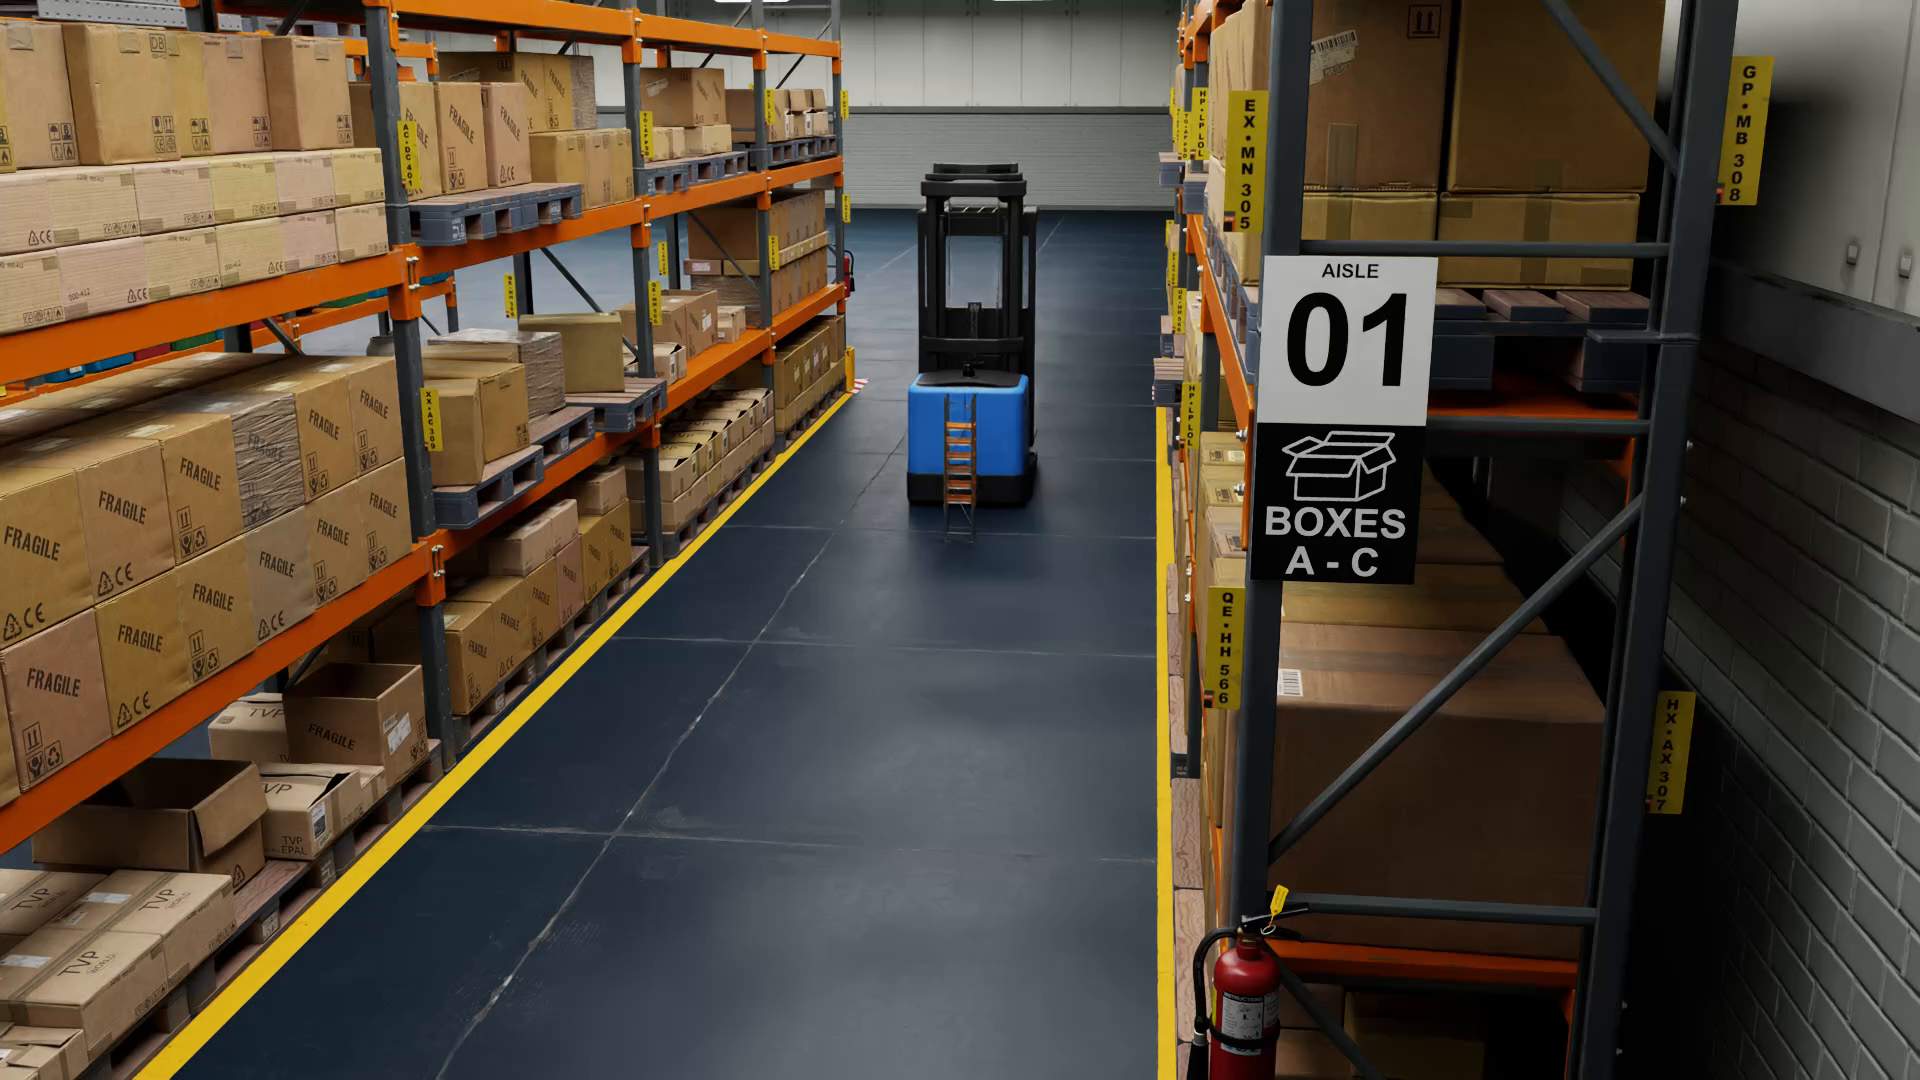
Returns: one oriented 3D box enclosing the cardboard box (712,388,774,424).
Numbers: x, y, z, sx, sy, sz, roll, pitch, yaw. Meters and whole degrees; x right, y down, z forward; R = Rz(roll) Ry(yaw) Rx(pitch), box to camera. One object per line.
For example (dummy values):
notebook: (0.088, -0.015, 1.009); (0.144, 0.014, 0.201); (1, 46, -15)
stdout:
cardboard box: (-2.117, -1.321, 16.191); (0.500, 0.311, 0.500); (2, 15, 6)

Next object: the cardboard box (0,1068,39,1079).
cardboard box: (-3.321, 1.889, 5.548); (0.380, 0.149, 0.250); (2, 15, 6)

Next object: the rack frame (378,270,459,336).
rack frame: (-6.826, -3.473, 20.759); (1.000, 3.000, 0.127); (2, 15, 6)

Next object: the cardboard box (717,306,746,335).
cardboard box: (-2.368, -2.087, 15.922); (0.500, 0.250, 0.500); (3, 15, 10)

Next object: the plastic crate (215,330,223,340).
plastic crate: (-7.092, -2.133, 15.833); (0.392, 0.384, 0.575); (2, 15, 6)

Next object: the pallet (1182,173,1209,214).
pallet: (2.096, -2.295, 11.017); (1.213, 0.211, 1.003); (2, 15, 9)

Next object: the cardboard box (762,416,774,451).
cardboard box: (-2.114, -1.048, 16.254); (0.500, 0.250, 0.500); (2, 15, 6)

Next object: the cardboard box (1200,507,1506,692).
cardboard box: (1.427, 0.305, 6.214); (0.980, 0.700, 0.700); (1, 15, 4)

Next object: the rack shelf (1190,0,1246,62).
rack shelf: (1.890, -2.943, 9.452); (1.077, 0.370, 4.000); (2, 15, 6)

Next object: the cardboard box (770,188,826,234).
cardboard box: (-1.976, -3.866, 19.537); (0.700, 0.500, 0.500); (2, 15, 6)

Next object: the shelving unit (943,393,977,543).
shelving unit: (0.002, -0.583, 13.519); (0.258, 1.200, 0.189); (2, 15, 6)

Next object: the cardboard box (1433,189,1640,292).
cardboard box: (1.539, -0.840, 4.567); (0.500, 0.250, 0.500); (2, 15, 9)

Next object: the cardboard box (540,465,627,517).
cardboard box: (-2.681, -0.355, 11.737); (0.500, 0.250, 0.500); (2, 15, 8)

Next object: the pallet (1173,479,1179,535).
pallet: (2.345, -0.278, 14.287); (1.003, 0.211, 1.213); (2, 15, 6)

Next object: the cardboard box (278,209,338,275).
cardboard box: (-3.116, -1.326, 7.360); (0.500, 0.250, 0.500); (2, 15, 6)

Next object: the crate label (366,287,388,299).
crate label: (-6.765, -3.005, 18.960); (0.502, 0.435, 0.616); (2, 15, 6)

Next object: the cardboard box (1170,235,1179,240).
cardboard box: (2.489, -2.970, 17.710); (0.500, 0.500, 0.500); (2, 15, 8)

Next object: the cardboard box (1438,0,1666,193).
cardboard box: (1.535, -1.202, 4.470); (0.500, 0.500, 0.500); (1, 15, 4)

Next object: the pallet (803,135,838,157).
pallet: (-2.010, -4.549, 19.161); (1.003, 0.211, 1.213); (2, 15, 6)

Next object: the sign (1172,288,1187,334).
sign: (1.575, -1.641, 11.916); (0.100, 0.325, 0.005); (2, 15, 6)

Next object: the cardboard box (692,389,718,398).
cardboard box: (-2.650, -1.335, 16.241); (0.500, 0.311, 0.500); (2, 15, 6)

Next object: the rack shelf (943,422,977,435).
rack shelf: (0.002, -0.888, 13.437); (0.258, 0.103, 0.180); (2, 15, 6)

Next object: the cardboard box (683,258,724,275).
cardboard box: (-2.538, -2.727, 16.566); (0.380, 0.149, 0.250); (2, 15, 6)

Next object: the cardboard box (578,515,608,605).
cardboard box: (-2.738, 0.127, 11.393); (0.500, 0.500, 0.500); (1, 15, 4)

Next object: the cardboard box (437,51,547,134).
cardboard box: (-2.978, -2.853, 10.612); (0.500, 0.500, 0.500); (2, 15, 6)

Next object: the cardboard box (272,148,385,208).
cardboard box: (-3.043, -1.697, 7.773); (0.500, 0.250, 0.500); (2, 15, 6)

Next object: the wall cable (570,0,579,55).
wall cable: (-13.038, -16.662, 51.526); (2.305, 6.003, 0.169); (2, 15, 6)

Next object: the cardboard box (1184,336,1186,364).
cardboard box: (1.806, -1.189, 11.514); (0.500, 0.500, 0.500); (2, 15, 8)

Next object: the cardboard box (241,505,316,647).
cardboard box: (-3.172, 0.142, 7.198); (0.500, 0.500, 0.500); (2, 15, 8)

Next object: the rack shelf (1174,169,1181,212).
rack shelf: (2.792, -3.763, 17.464); (1.077, 0.370, 4.000); (2, 15, 6)

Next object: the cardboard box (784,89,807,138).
cardboard box: (-2.045, -4.480, 17.467); (0.797, 0.503, 0.637); (3, 16, 12)

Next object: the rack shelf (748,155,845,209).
rack shelf: (-2.130, -3.908, 18.000); (1.077, 0.370, 4.000); (2, 15, 6)

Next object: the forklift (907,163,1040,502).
forklift: (0.178, -2.079, 15.737); (1.130, 2.935, 3.031); (1, 15, 5)

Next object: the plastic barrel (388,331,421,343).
plastic barrel: (-6.824, -2.302, 20.390); (0.421, 0.512, 0.421); (0, 15, 0)

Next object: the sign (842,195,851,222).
sign: (-1.367, -3.980, 19.962); (0.100, 0.325, 0.005); (2, 15, 6)

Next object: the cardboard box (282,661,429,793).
cardboard box: (-3.041, 0.937, 8.398); (0.500, 0.500, 0.500); (2, 15, 6)

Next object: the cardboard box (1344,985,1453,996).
cardboard box: (1.433, 1.382, 5.547); (0.380, 0.149, 0.250); (2, 15, 6)

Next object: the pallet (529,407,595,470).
pallet: (-3.022, -0.654, 10.702); (1.003, 0.211, 1.213); (2, 15, 6)

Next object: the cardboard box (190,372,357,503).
cardboard box: (-3.113, -0.473, 7.558); (0.500, 0.500, 0.500); (1, 15, 5)

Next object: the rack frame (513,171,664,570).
rack frame: (-2.807, -1.251, 12.543); (1.000, 3.000, 0.127); (2, 15, 6)

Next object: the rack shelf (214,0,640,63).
rack shelf: (-3.033, -3.088, 9.988); (1.077, 0.370, 4.000); (2, 15, 6)

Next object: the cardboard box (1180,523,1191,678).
cardboard box: (1.706, 0.363, 9.887); (0.750, 0.750, 0.750); (2, 15, 8)

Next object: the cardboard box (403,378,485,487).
cardboard box: (-2.983, -0.581, 9.068); (0.700, 0.500, 0.500); (-3, 16, -13)

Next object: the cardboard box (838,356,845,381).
cardboard box: (-1.671, -2.054, 19.974); (0.500, 0.250, 0.500); (2, 15, 6)

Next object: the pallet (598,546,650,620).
pallet: (-2.929, 0.287, 12.195); (1.003, 0.211, 1.213); (2, 15, 6)

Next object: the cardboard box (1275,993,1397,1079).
cardboard box: (1.192, 1.788, 5.287); (0.700, 0.500, 0.500); (2, 15, 6)

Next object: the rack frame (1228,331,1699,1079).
rack frame: (1.213, 0.969, 4.334); (1.000, 3.000, 0.127); (2, 15, 6)

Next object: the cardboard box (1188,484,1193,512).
cardboard box: (1.471, -0.256, 9.304); (0.380, 0.149, 0.250); (2, 15, 6)

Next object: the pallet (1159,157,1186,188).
pallet: (2.277, -3.075, 13.901); (1.213, 0.211, 1.003); (2, 15, 6)

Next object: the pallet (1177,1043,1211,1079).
pallet: (1.225, 2.105, 5.473); (1.003, 0.211, 1.213); (2, 15, 6)

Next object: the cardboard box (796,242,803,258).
cardboard box: (-1.931, -3.180, 18.243); (0.380, 0.149, 0.250); (1, 15, 5)

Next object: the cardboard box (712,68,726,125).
cardboard box: (-2.464, -4.070, 15.268); (0.500, 0.500, 0.500); (2, 15, 7)

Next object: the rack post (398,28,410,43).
rack post: (-7.037, -5.935, 19.330); (0.937, 0.300, 0.954); (3, 15, 12)

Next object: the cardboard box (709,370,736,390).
cardboard box: (-2.453, -1.782, 17.533); (0.500, 0.500, 0.500); (2, 15, 6)

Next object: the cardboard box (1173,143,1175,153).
cardboard box: (2.636, -4.469, 18.468); (0.500, 0.500, 0.500); (3, 15, 10)

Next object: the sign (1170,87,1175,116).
sign: (2.479, -5.067, 19.234); (0.100, 0.325, 0.005); (2, 15, 6)

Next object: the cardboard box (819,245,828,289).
cardboard box: (-1.970, -3.254, 19.757); (0.700, 0.500, 0.500); (2, 15, 6)
